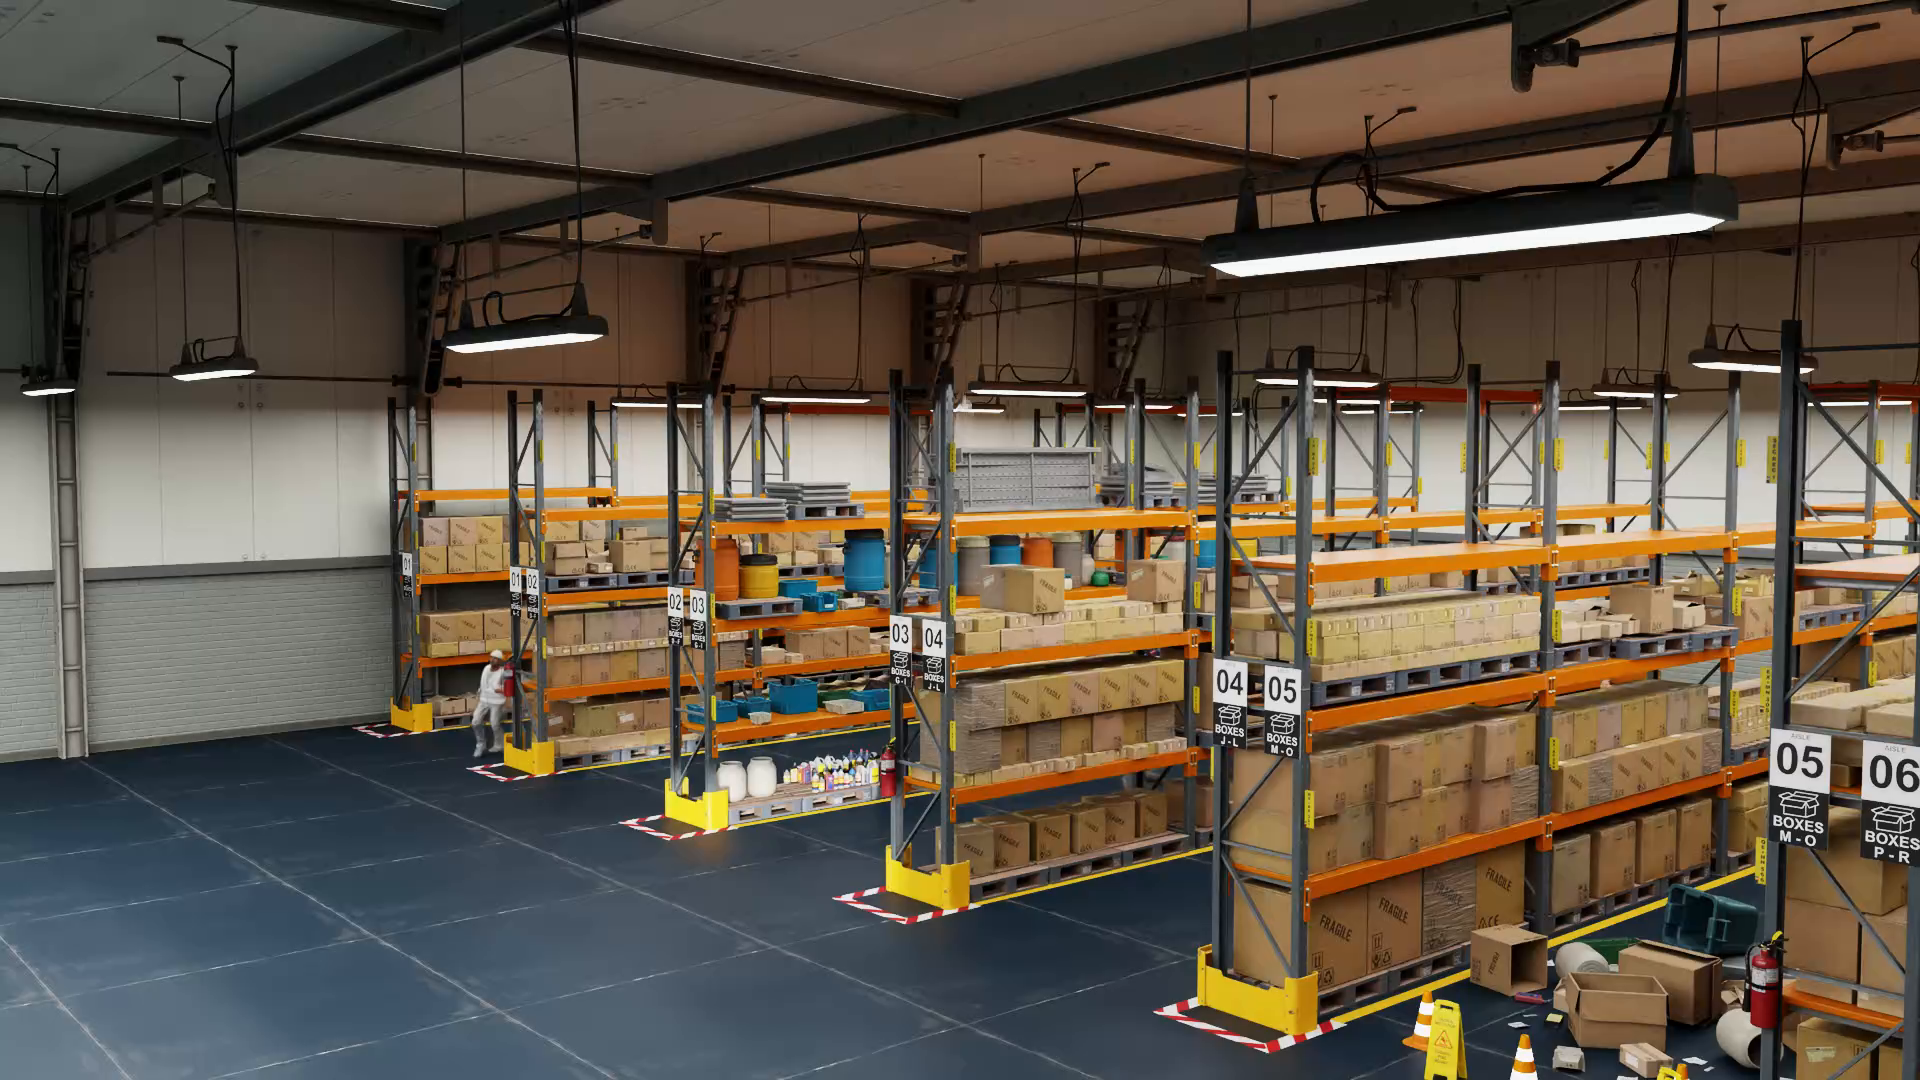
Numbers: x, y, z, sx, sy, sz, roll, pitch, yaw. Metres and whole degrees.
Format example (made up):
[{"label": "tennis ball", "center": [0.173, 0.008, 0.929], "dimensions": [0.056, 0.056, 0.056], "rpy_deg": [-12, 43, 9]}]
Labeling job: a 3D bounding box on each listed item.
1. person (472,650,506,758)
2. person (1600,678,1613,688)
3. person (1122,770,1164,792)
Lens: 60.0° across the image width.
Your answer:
[{"label": "person", "center": [-7.684, 2.691, 27.404], "dimensions": [0.686, 1.779, 0.675], "rpy_deg": [1, 3, 14]}, {"label": "person", "center": [9.684, 2.888, 24.957], "dimensions": [0.572, 1.662, 0.834], "rpy_deg": [3, 4, 39]}, {"label": "person", "center": [2.541, 2.925, 23.534], "dimensions": [0.700, 1.762, 0.881], "rpy_deg": [3, 5, 42]}]
